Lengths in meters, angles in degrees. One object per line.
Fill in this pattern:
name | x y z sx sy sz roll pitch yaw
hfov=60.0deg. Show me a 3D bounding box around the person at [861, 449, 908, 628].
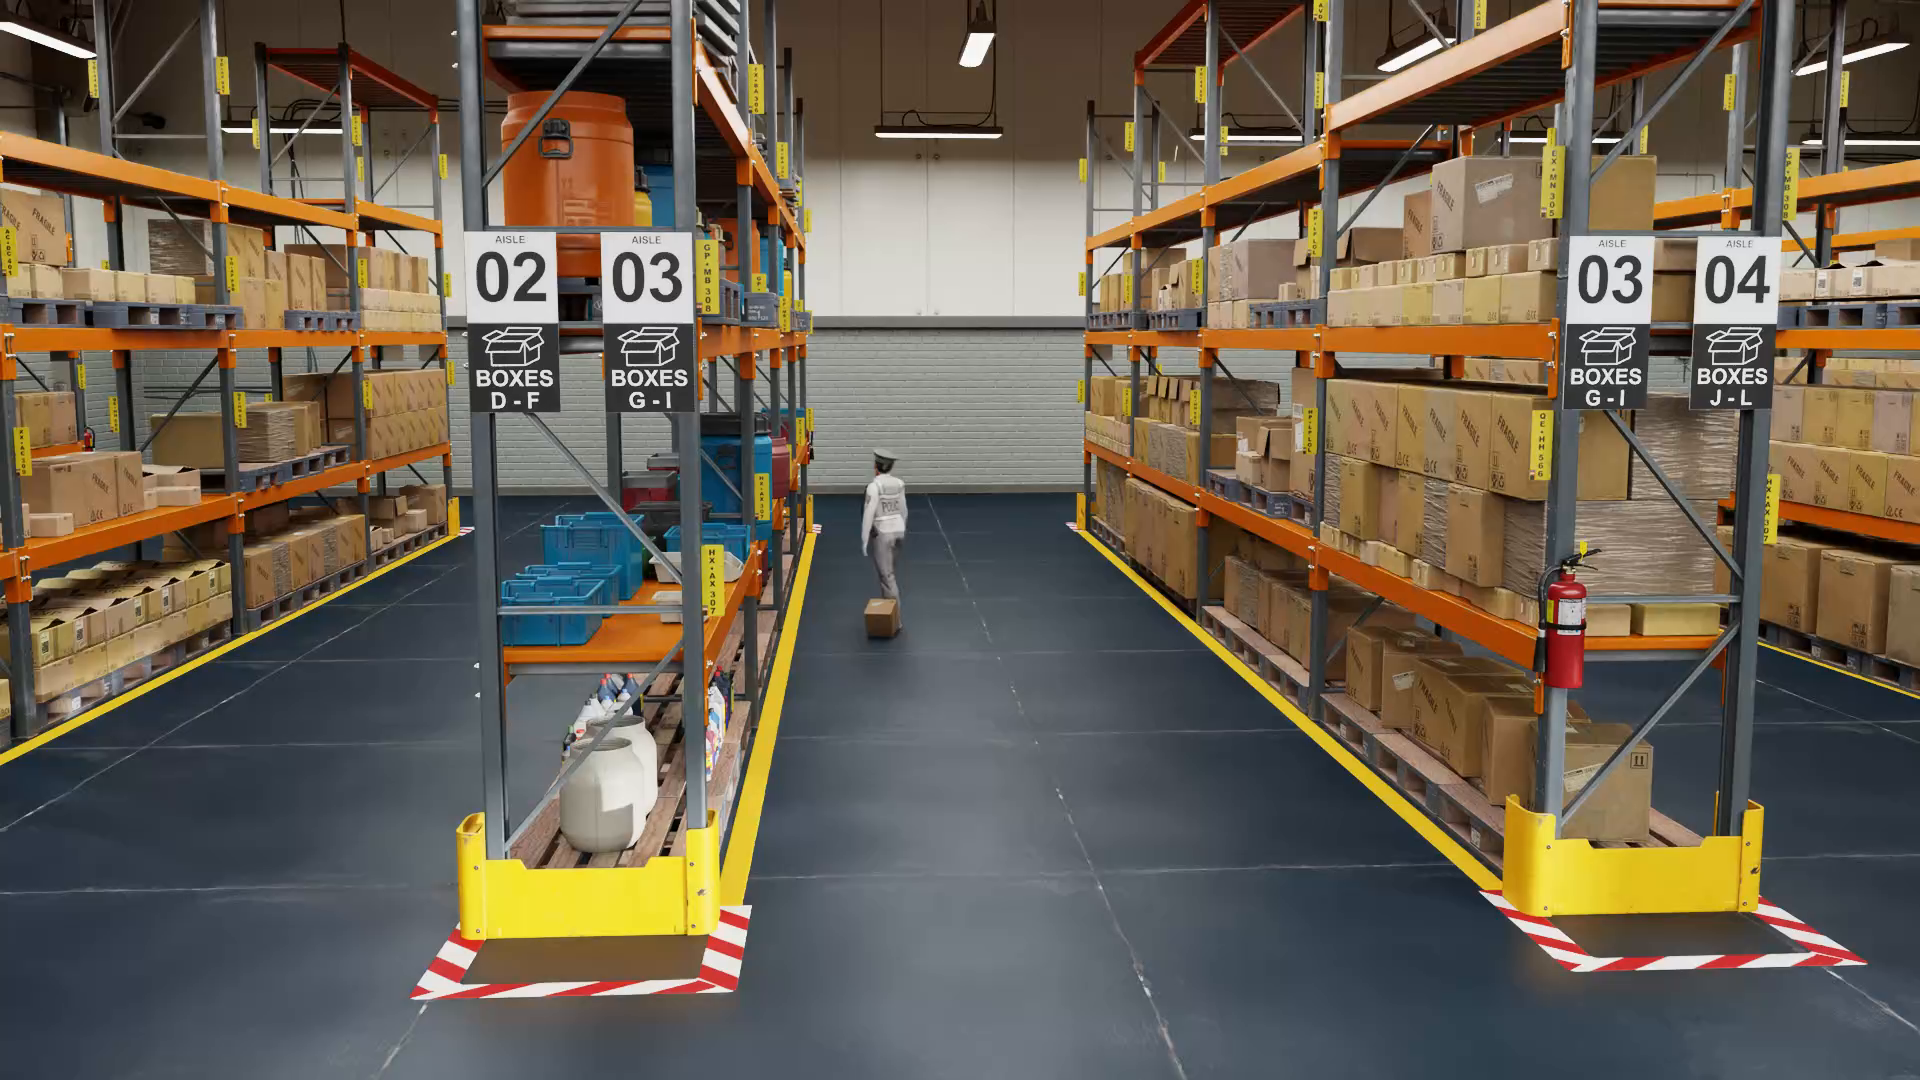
person | -0.719 -0.017 15.656 0.561 1.666 0.573 5 8 34
